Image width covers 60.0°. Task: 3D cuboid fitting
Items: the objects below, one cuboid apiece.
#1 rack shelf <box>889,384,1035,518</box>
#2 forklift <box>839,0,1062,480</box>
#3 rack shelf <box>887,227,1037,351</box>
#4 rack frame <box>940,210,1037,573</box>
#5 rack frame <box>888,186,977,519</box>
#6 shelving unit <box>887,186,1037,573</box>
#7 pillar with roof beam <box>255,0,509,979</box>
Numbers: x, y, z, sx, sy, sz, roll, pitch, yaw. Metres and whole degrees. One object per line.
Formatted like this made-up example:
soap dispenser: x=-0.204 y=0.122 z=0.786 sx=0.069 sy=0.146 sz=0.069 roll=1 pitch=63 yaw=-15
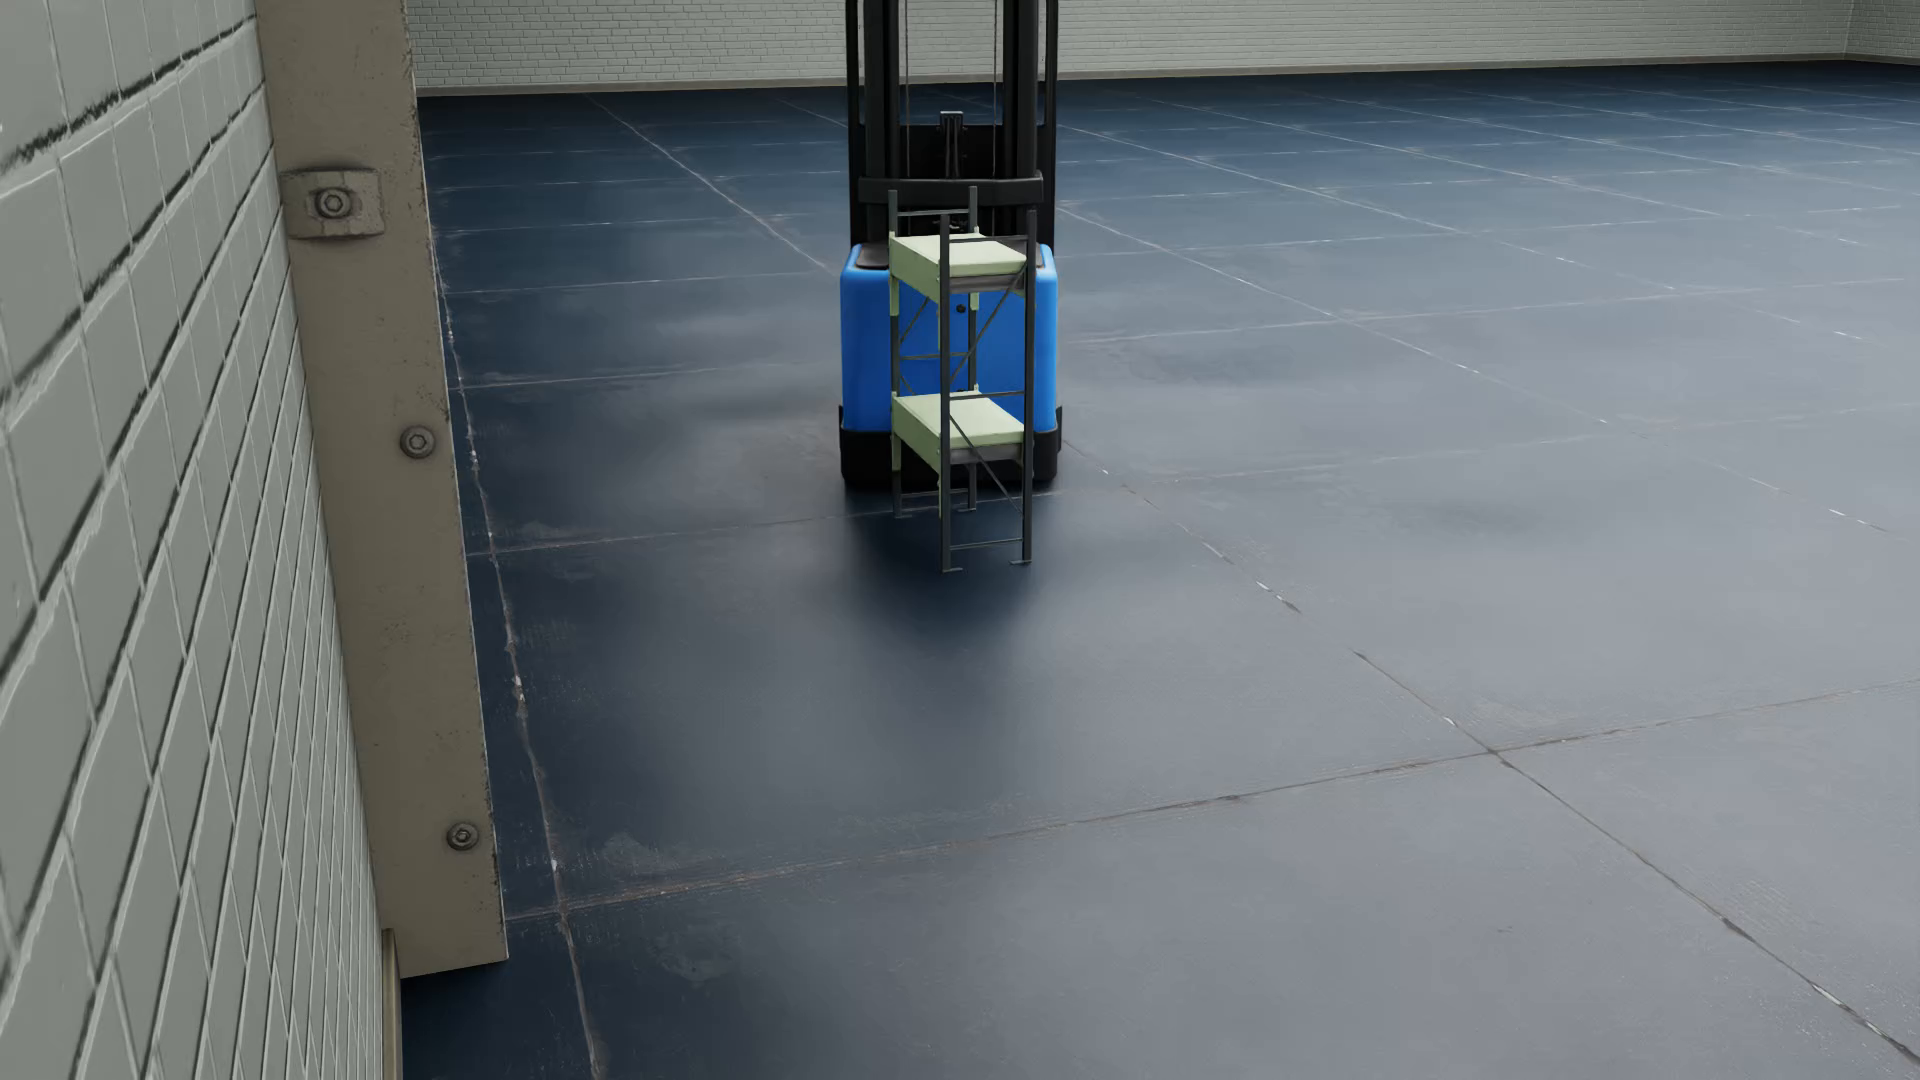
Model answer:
rack shelf: x=-0.002 y=-0.401 z=7.279 sx=0.431 sy=0.370 sz=0.720 roll=-6 pitch=21 yaw=-17
forklift: x=-0.039 y=-2.111 z=8.957 sx=1.130 sy=2.935 sz=3.031 roll=0 pitch=20 yaw=1
rack shelf: x=-0.002 y=-1.075 z=7.037 sx=0.431 sy=0.370 sz=0.720 roll=-6 pitch=21 yaw=-17
rack frame: x=0.113 y=-0.591 z=6.842 sx=0.400 sy=1.500 sz=0.023 roll=-6 pitch=21 yaw=-17
rack frame: x=-0.117 y=-0.825 z=7.496 sx=0.400 sy=1.500 sz=0.023 roll=-6 pitch=21 yaw=-17
shelving unit: x=-0.002 y=-0.708 z=7.169 sx=0.431 sy=1.500 sz=0.755 roll=-6 pitch=21 yaw=-17
pillar with roof beam: x=2.695 y=-3.641 z=4.241 sx=9.100 sy=9.000 sz=0.400 roll=-6 pitch=21 yaw=-17
